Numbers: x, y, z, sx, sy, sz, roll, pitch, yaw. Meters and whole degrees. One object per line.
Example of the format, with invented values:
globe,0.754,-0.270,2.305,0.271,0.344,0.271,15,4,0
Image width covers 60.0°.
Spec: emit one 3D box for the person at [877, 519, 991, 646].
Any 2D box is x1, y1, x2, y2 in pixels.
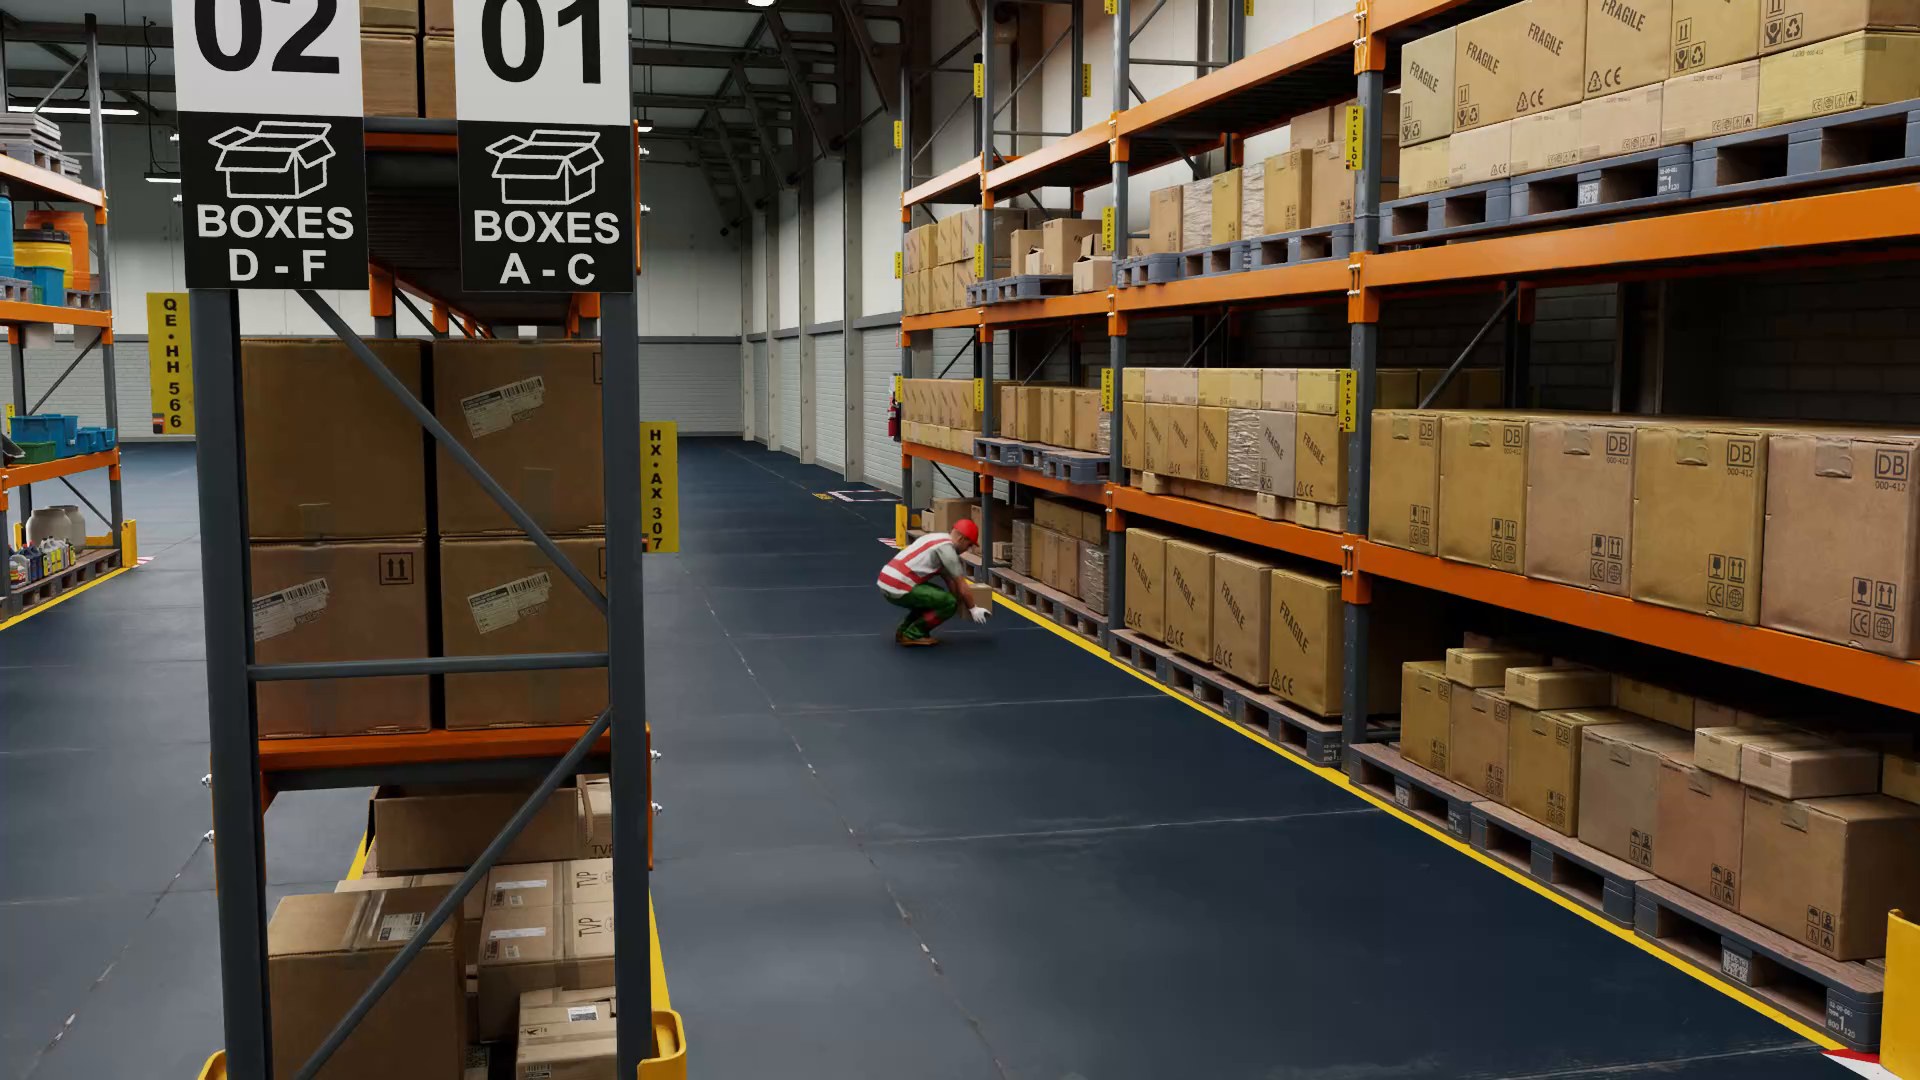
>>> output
person,-0.218,0.338,13.412,0.902,0.994,0.544,-2,6,-15
